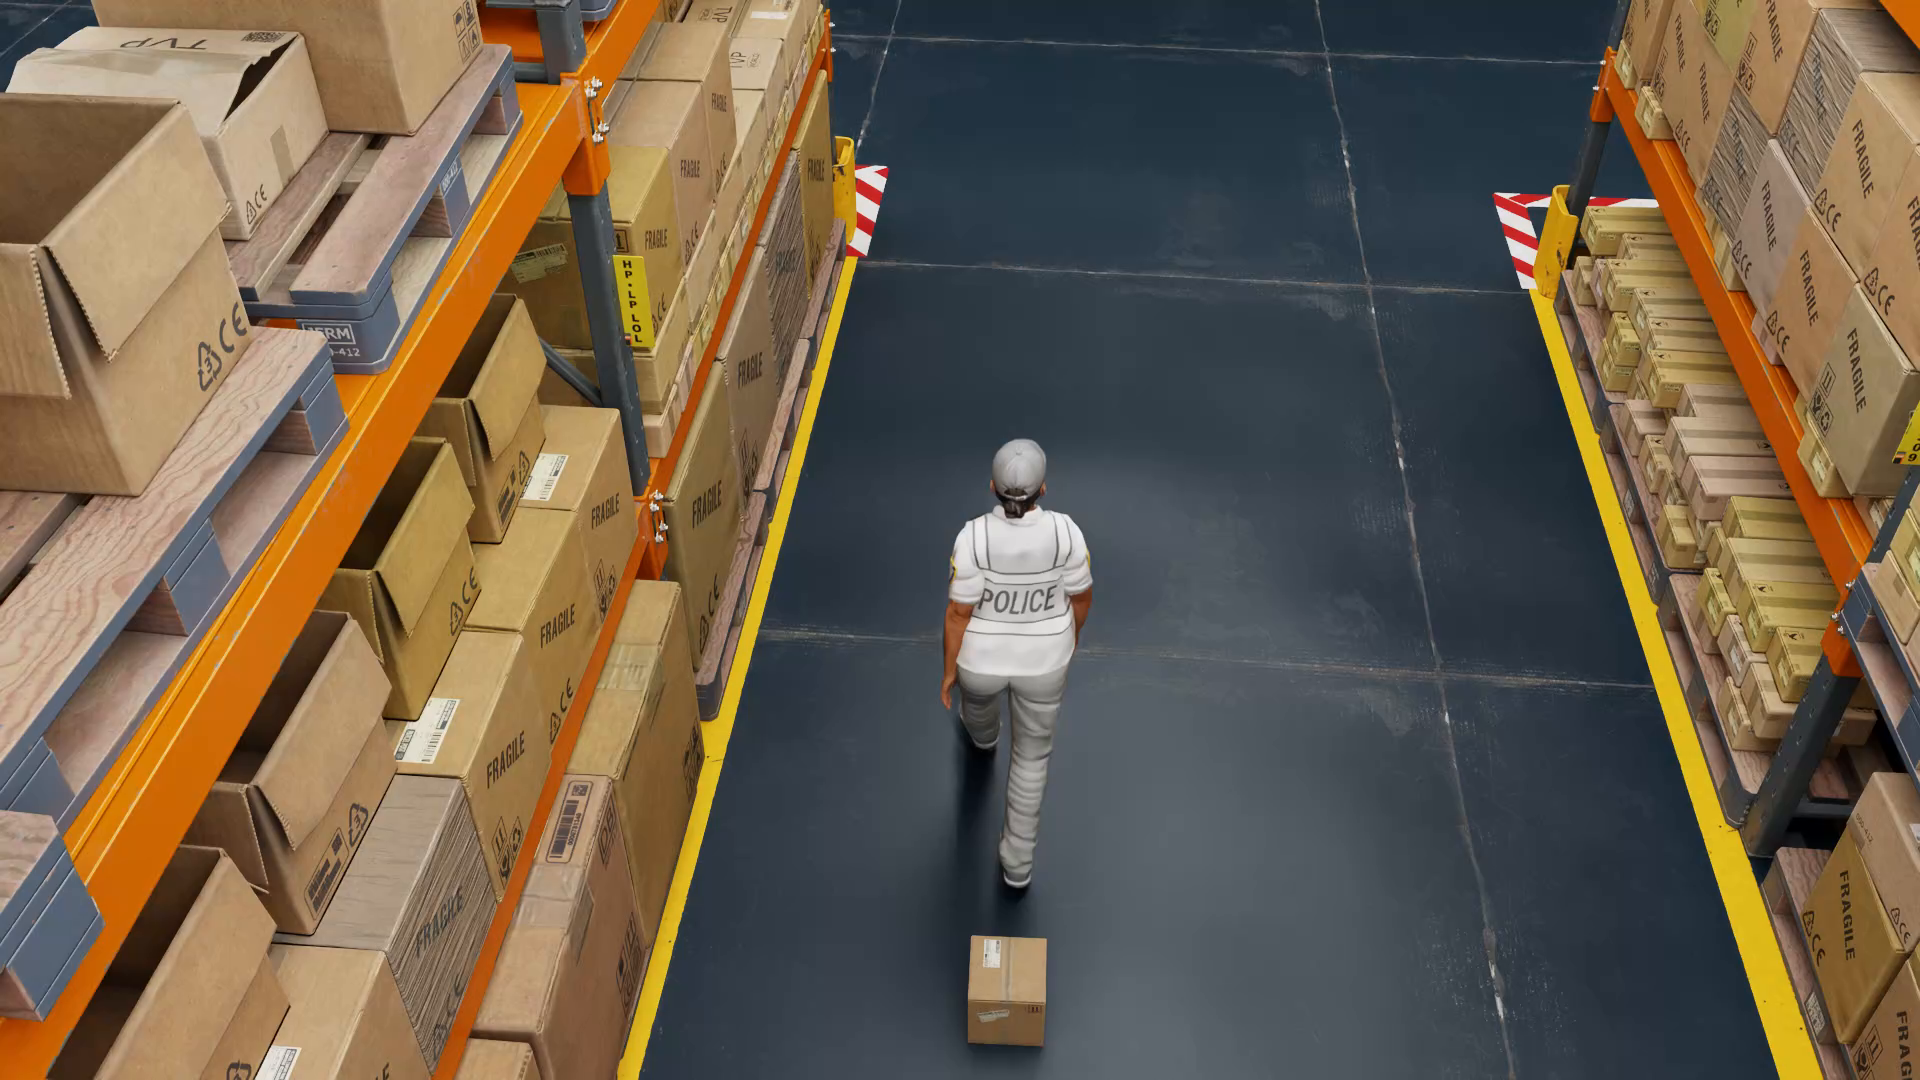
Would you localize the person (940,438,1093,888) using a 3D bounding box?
[{"bbox_3d":[0.195,0.335,5.754,0.506,1.598,0.963,2,40,2],"label":"person"}]
